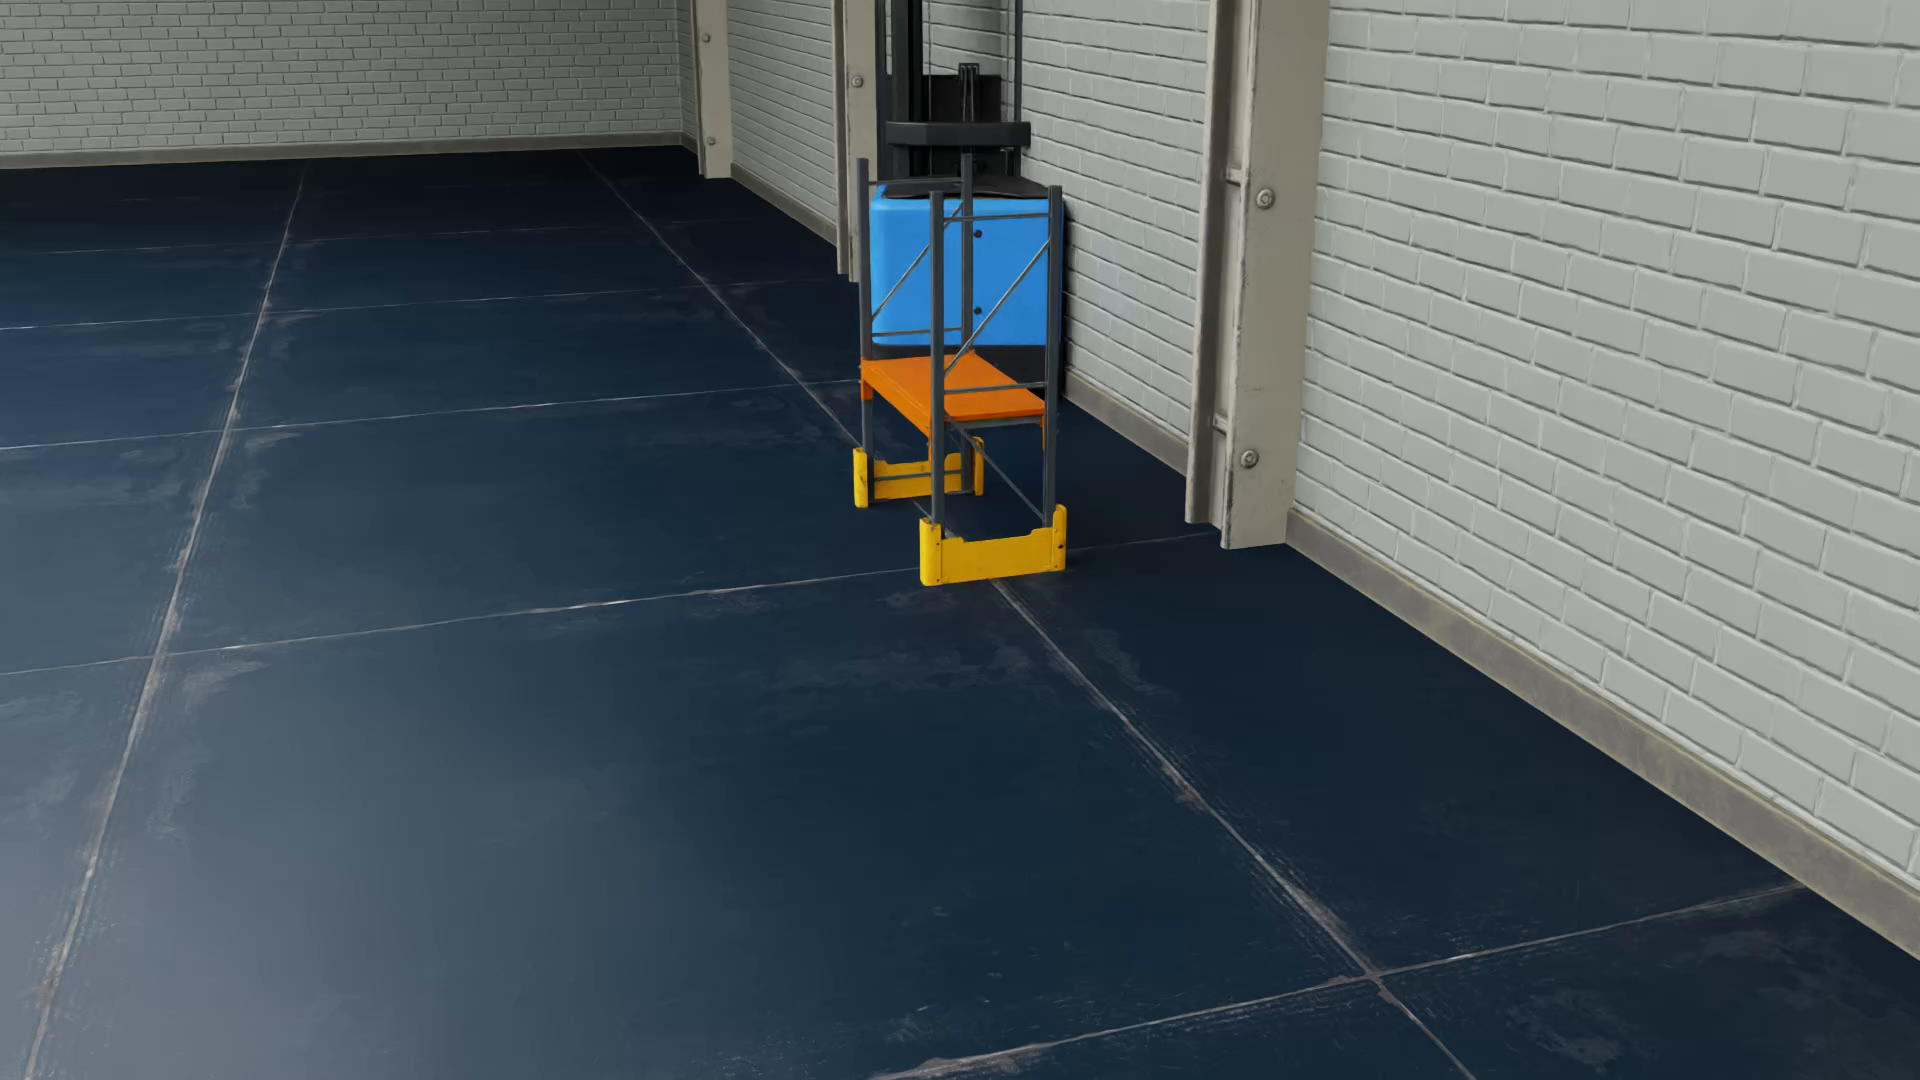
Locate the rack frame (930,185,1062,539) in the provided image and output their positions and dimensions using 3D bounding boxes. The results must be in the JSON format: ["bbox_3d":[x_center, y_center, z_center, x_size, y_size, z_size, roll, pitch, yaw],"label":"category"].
[{"bbox_3d":[0.133,-0.570,6.285,0.500,1.500,0.032,-6,21,-17],"label":"rack frame"}]

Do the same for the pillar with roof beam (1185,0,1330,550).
[{"bbox_3d":[-2.914,-3.818,4.234,9.100,9.000,0.400,-6,21,-17],"label":"pillar with roof beam"}]

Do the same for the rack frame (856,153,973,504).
[{"bbox_3d":[-0.187,-0.896,7.193,0.500,1.500,0.032,-6,21,-17],"label":"rack frame"}]

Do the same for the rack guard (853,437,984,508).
[{"bbox_3d":[-0.180,-0.302,7.387,0.587,0.250,0.087,-6,21,-17],"label":"rack guard"}]

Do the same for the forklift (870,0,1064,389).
[{"bbox_3d":[0.058,-2.638,9.925,1.130,2.935,3.031,0,20,1],"label":"forklift"}]

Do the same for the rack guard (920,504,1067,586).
[{"bbox_3d":[0.133,0.018,6.497,0.587,0.250,0.087,-6,21,-17],"label":"rack guard"}]

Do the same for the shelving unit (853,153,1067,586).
[{"bbox_3d":[-0.024,-0.730,6.731,0.587,1.500,1.083,-6,21,-17],"label":"shelving unit"}]

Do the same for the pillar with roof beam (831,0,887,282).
[{"bbox_3d":[-4.800,-5.743,9.594,9.100,9.000,0.400,-6,21,-17],"label":"pillar with roof beam"}]

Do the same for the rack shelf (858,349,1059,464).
[{"bbox_3d":[-0.027,-0.564,6.800,0.538,0.185,1.000,-6,21,-17],"label":"rack shelf"}]

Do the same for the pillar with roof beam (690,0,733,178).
[{"bbox_3d":[-6.686,-7.669,14.955,9.100,9.000,0.400,-6,21,-17],"label":"pillar with roof beam"}]
